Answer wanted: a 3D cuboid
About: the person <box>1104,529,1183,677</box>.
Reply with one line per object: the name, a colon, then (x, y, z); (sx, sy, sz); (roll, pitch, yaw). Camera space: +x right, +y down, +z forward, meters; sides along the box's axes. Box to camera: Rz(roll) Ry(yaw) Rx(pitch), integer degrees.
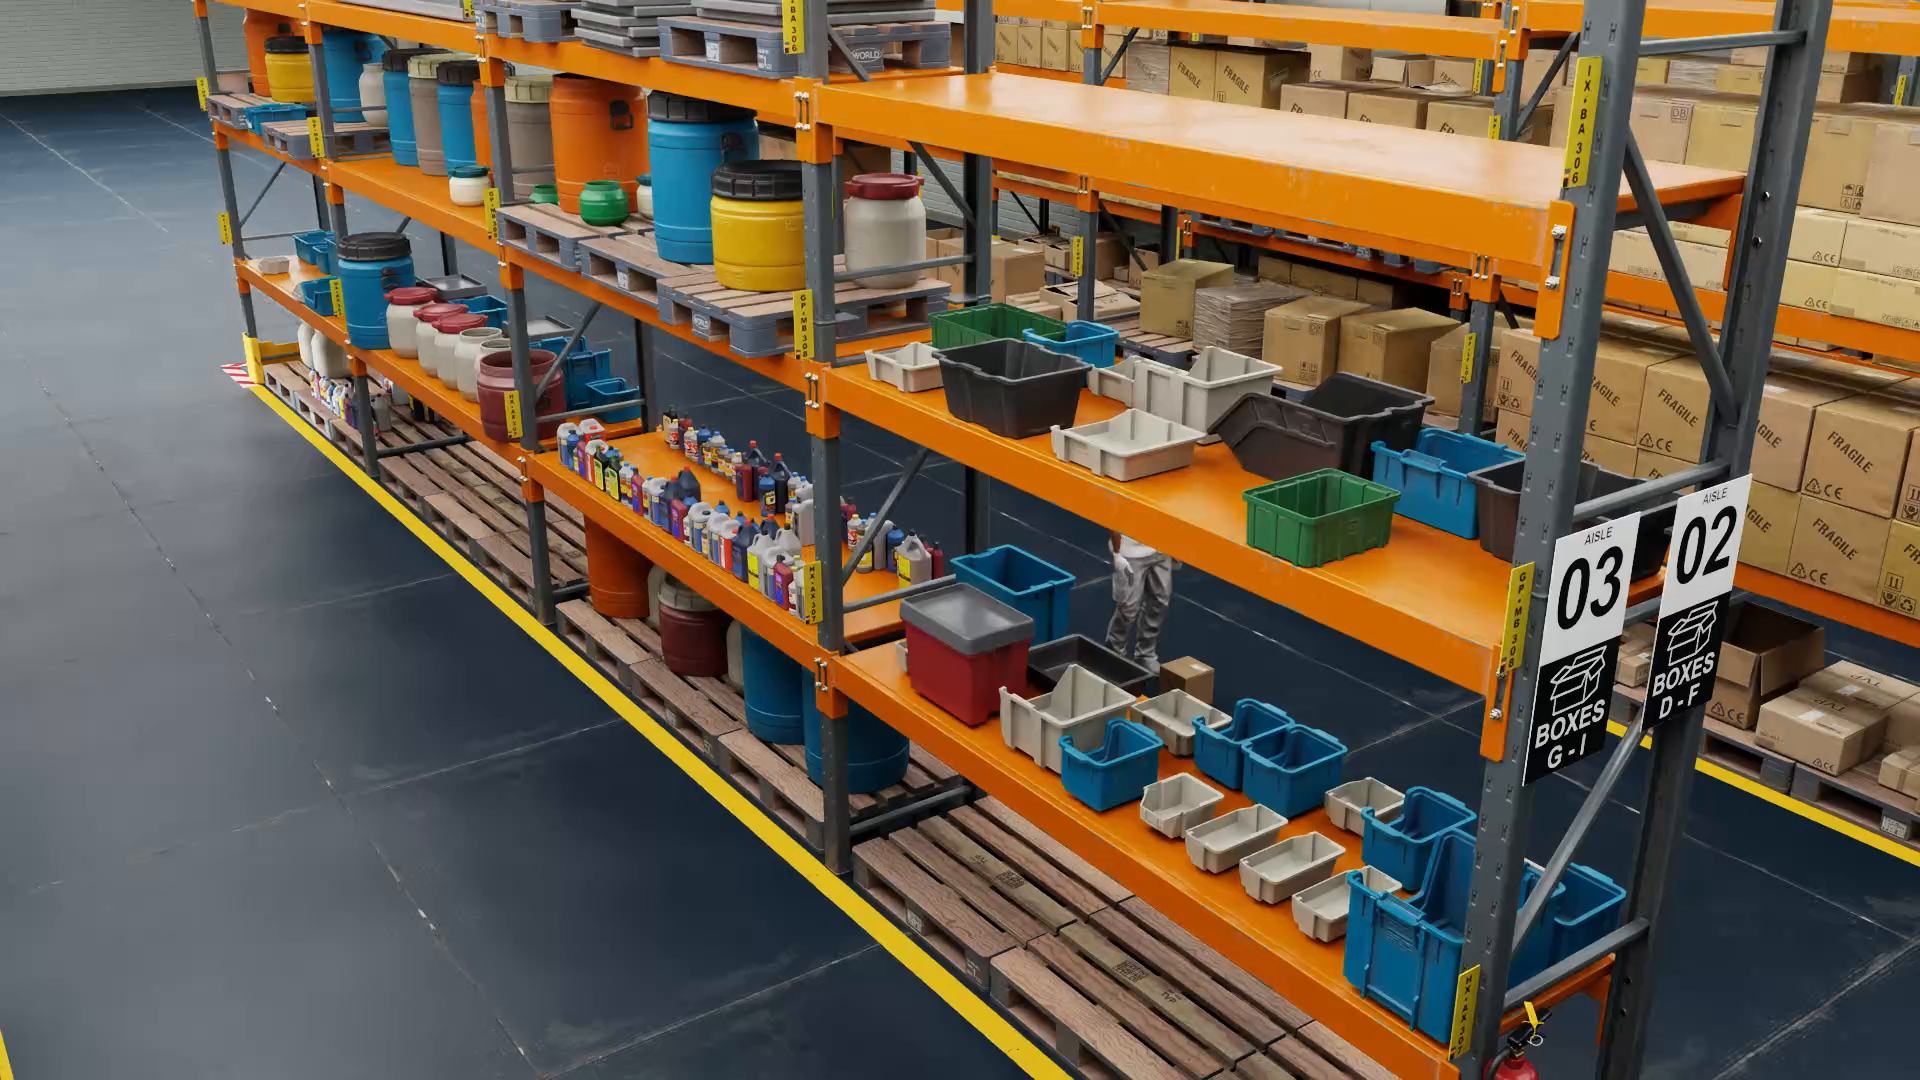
person: (1.199, 0.075, 10.882); (0.551, 1.775, 0.367); (-14, 25, -32)
